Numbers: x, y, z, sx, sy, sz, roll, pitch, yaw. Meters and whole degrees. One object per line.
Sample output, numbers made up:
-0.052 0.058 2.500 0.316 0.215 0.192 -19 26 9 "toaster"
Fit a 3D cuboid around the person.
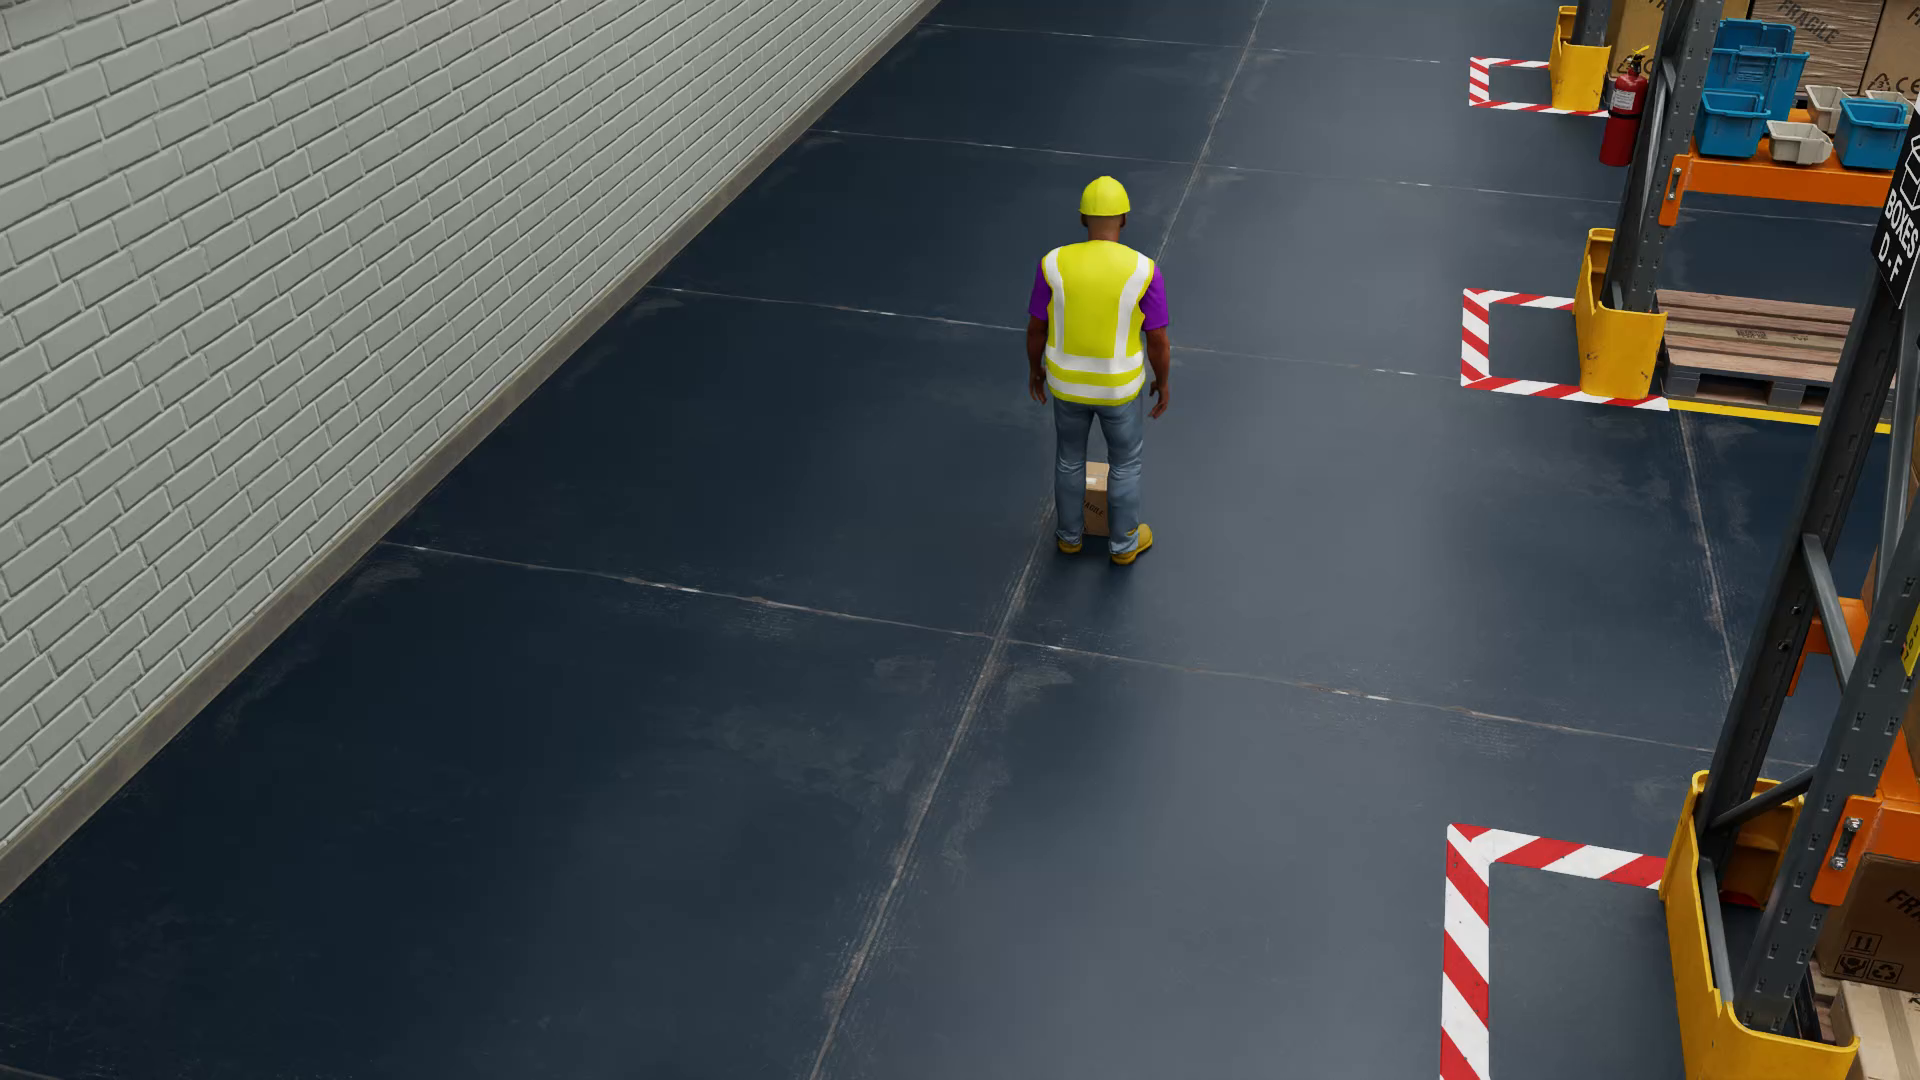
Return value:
0.601 -0.706 7.224 0.628 1.760 0.459 8 34 13 "person"
